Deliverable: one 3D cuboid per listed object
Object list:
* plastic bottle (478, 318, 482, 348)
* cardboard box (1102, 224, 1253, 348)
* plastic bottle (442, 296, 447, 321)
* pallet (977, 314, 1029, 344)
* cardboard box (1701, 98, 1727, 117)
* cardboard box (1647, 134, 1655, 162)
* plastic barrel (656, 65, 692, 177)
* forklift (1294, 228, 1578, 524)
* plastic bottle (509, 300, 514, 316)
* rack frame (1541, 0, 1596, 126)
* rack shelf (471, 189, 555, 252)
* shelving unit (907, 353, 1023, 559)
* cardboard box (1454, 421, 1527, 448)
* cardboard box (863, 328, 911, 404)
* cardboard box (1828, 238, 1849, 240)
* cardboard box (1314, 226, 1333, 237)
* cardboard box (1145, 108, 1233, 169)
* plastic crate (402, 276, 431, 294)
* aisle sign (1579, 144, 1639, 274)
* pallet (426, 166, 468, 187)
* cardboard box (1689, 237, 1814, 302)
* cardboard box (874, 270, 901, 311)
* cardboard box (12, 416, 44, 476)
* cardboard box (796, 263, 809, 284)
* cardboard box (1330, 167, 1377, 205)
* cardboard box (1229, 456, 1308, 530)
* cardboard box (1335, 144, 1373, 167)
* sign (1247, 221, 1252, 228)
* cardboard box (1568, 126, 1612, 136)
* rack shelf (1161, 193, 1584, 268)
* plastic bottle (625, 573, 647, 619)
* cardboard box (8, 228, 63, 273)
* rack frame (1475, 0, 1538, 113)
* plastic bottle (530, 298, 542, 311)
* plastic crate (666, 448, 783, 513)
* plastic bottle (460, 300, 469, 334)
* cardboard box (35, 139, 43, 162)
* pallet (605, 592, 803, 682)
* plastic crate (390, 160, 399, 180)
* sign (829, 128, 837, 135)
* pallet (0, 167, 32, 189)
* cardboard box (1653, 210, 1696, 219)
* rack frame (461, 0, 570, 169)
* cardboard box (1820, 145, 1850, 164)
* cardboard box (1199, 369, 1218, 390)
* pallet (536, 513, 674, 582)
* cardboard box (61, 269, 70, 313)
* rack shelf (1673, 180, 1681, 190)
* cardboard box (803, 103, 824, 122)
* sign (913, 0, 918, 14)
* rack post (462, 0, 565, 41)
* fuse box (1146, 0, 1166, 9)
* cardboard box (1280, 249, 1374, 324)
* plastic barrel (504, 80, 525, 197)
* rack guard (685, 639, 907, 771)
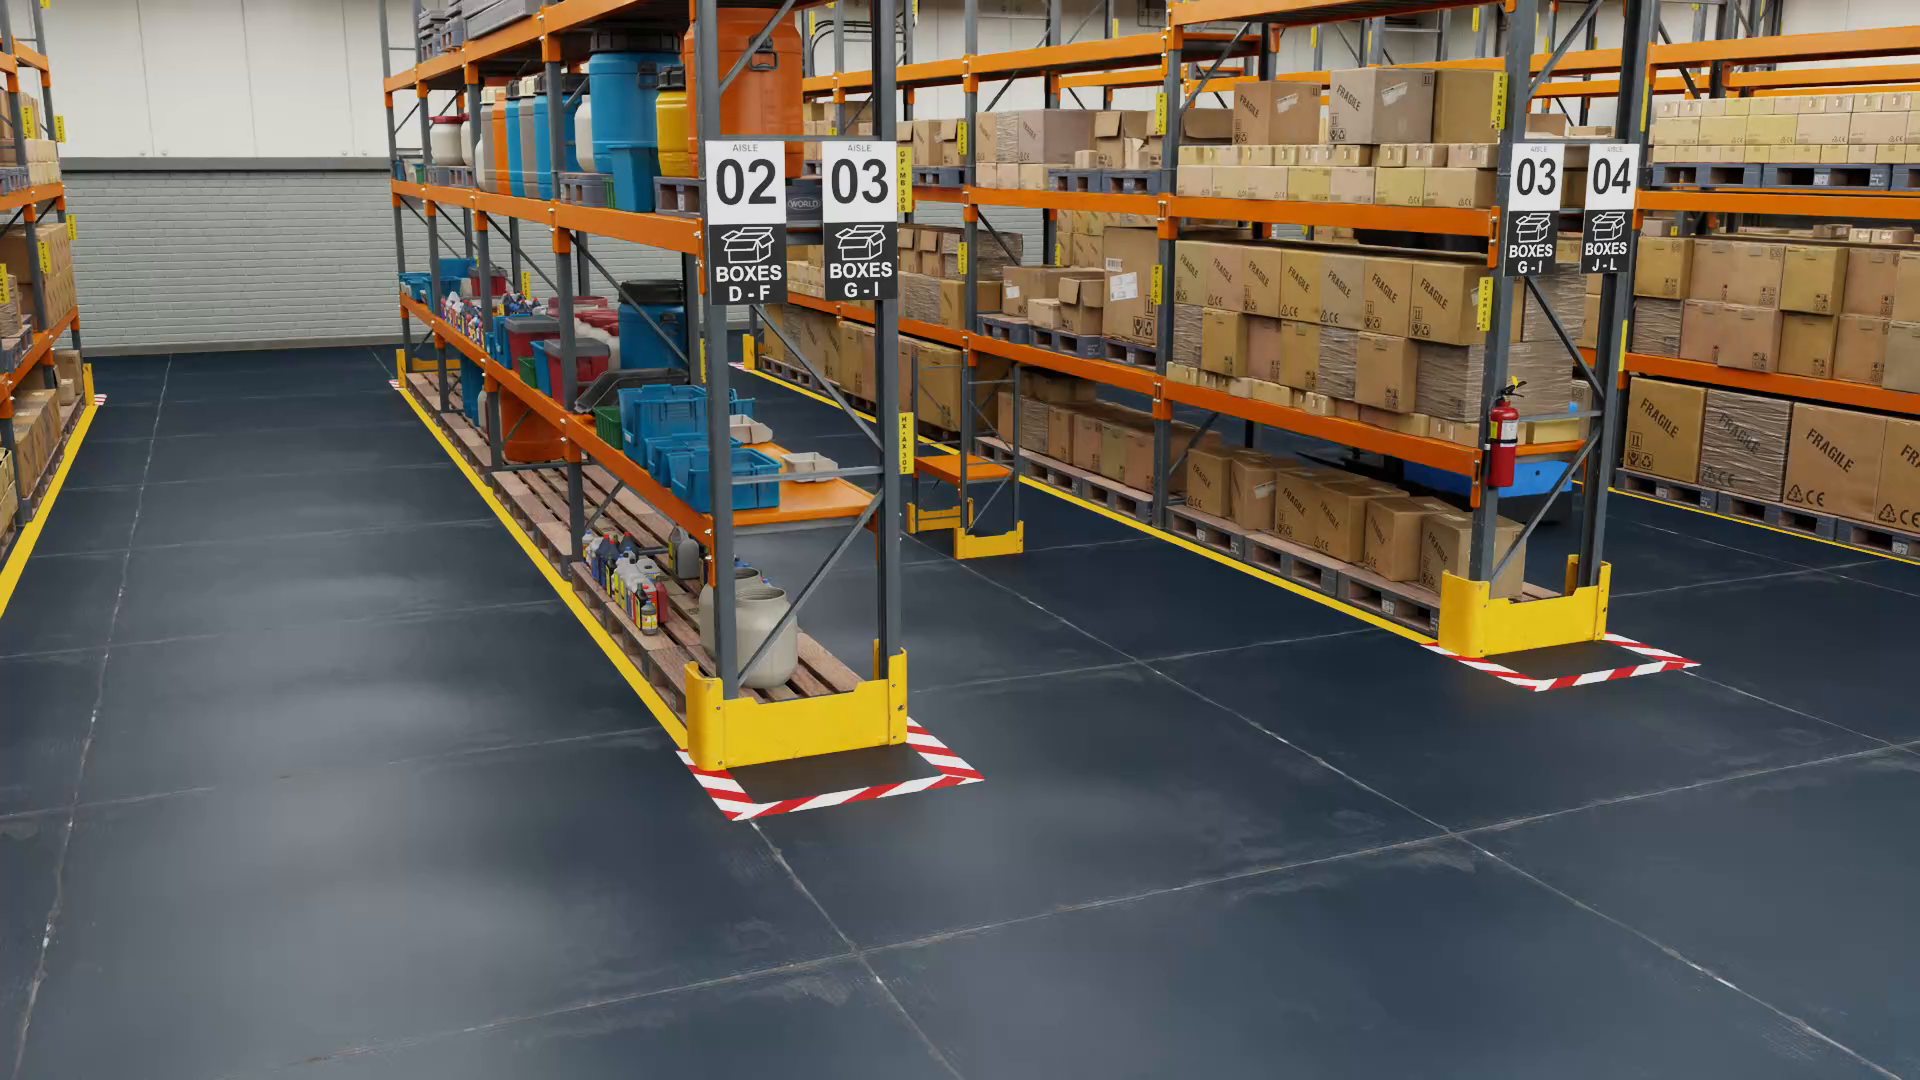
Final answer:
[{"bbox_3d":[-4.650,-2.017,16.193,0.061,0.283,0.133,-6,14,-23],"label":"plastic bottle"},{"bbox_3d":[1.946,-2.276,14.790,1.000,1.000,1.000,-6,14,-23],"label":"cardboard box"},{"bbox_3d":[-5.798,-2.609,18.750,0.061,0.283,0.133,-6,14,-23],"label":"plastic bottle"},{"bbox_3d":[0.917,-2.198,17.139,1.213,0.211,1.003,-6,14,-23],"label":"pallet"},{"bbox_3d":[6.760,-3.799,14.617,0.380,0.149,0.250,-6,14,-23],"label":"cardboard box"},{"bbox_3d":[6.708,-3.826,16.241,0.258,0.266,0.396,-6,14,-24],"label":"cardboard box"},{"bbox_3d":[-1.373,-2.310,9.199,0.600,0.588,0.600,0,13,0],"label":"plastic barrel"},{"bbox_3d":[4.258,-1.818,15.226,1.130,2.935,3.031,-5,14,-22],"label":"forklift"},{"bbox_3d":[-4.911,-2.498,18.297,0.097,0.271,0.097,0,13,0],"label":"plastic bottle"},{"bbox_3d":[10.956,-8.349,29.985,1.000,3.000,0.127,-6,14,-23],"label":"rack frame"},{"bbox_3d":[-3.204,-2.679,13.736,1.077,0.370,4.000,-6,14,-23],"label":"rack shelf"},{"bbox_3d":[0.031,-0.715,13.633,0.587,1.500,1.083,-6,14,-23],"label":"shelving unit"},{"bbox_3d":[3.435,-0.694,10.773,0.380,0.149,0.250,-6,14,-23],"label":"cardboard box"},{"bbox_3d":[-0.435,-2.110,20.114,1.225,0.875,0.875,-6,14,-25],"label":"cardboard box"},{"bbox_3d":[10.689,-3.331,19.795,0.500,0.500,0.500,-6,14,-25],"label":"cardboard box"},{"bbox_3d":[6.340,-5.388,28.057,0.500,0.500,0.500,-6,14,-24],"label":"cardboard box"},{"bbox_3d":[2.038,-3.425,14.202,0.797,0.503,0.637,-6,14,-26],"label":"cardboard box"},{"bbox_3d":[-7.148,-3.365,21.996,0.416,0.233,0.300,-6,14,-23],"label":"plastic crate"},{"bbox_3d":[4.038,-2.057,10.339,0.394,0.787,0.004,-6,14,-23],"label":"aisle sign"},{"bbox_3d":[-5.204,-4.024,18.371,1.213,0.211,1.003,-6,14,-23],"label":"pallet"},{"bbox_3d":[7.164,-2.446,15.060,0.875,0.550,0.550,-6,14,-23],"label":"cardboard box"},{"bbox_3d":[-0.711,-2.979,19.868,0.500,0.500,0.500,-6,14,-24],"label":"cardboard box"},{"bbox_3d":[-8.877,-0.863,15.514,0.500,0.500,0.500,-6,14,-24],"label":"cardboard box"},{"bbox_3d":[-1.900,-3.607,22.474,0.500,0.250,0.500,-5,14,-22],"label":"cardboard box"},{"bbox_3d":[2.912,-2.451,11.486,0.500,0.250,0.500,-5,14,-22],"label":"cardboard box"},{"bbox_3d":[2.496,-0.385,13.495,0.500,0.500,0.500,-1,13,-5],"label":"cardboard box"},{"bbox_3d":[2.826,-2.657,11.495,0.380,0.149,0.250,-6,15,-26],"label":"cardboard box"},{"bbox_3d":[4.023,-4.297,23.217,0.100,0.325,0.005,-6,14,-23],"label":"sign"},{"bbox_3d":[8.642,-5.377,22.643,0.500,0.500,0.500,-5,14,-22],"label":"cardboard box"},{"bbox_3d":[2.937,-2.300,12.099,1.077,0.370,4.000,-6,14,-23],"label":"rack shelf"},{"bbox_3d":[-2.069,0.361,10.723,0.152,0.276,0.135,-6,14,-25],"label":"plastic bottle"},{"bbox_3d":[-10.698,-3.339,19.206,0.500,0.500,0.500,-5,14,-21],"label":"cardboard box"},{"bbox_3d":[8.011,-7.073,24.474,1.000,3.000,0.127,-6,14,-23],"label":"rack frame"},{"bbox_3d":[-4.498,-2.396,17.679,0.144,0.351,0.185,-6,14,-23],"label":"plastic bottle"},{"bbox_3d":[-1.275,-0.333,8.984,0.499,0.251,0.616,-6,14,-23],"label":"plastic crate"},{"bbox_3d":[-5.169,-2.341,17.442,0.144,0.351,0.185,-6,14,-23],"label":"plastic bottle"},{"bbox_3d":[-10.506,-4.324,18.470,0.500,0.250,0.500,-6,14,-23],"label":"cardboard box"},{"bbox_3d":[-1.679,0.598,10.816,1.003,0.211,1.213,-6,14,-23],"label":"pallet"},{"bbox_3d":[-7.311,-4.927,22.144,0.497,0.269,0.590,-6,14,-23],"label":"plastic crate"},{"bbox_3d":[-1.577,-4.957,20.659,0.100,0.325,0.005,-6,14,-23],"label":"sign"},{"bbox_3d":[-9.950,-3.590,16.493,1.213,0.211,1.003,-6,14,-23],"label":"pallet"},{"bbox_3d":[12.205,-5.368,28.422,0.500,0.500,0.500,-6,14,-25],"label":"cardboard box"},{"bbox_3d":[-4.005,-4.904,15.102,1.000,3.000,0.127,-6,14,-23],"label":"rack frame"},{"bbox_3d":[7.269,-3.149,13.574,0.380,0.149,0.250,-5,14,-22],"label":"cardboard box"},{"bbox_3d":[2.160,-1.306,13.420,0.380,0.149,0.250,-6,14,-23],"label":"cardboard box"},{"bbox_3d":[-2.753,0.045,13.209,1.003,0.211,1.213,-6,14,-23],"label":"pallet"},{"bbox_3d":[-10.915,-2.958,19.776,0.500,0.500,0.500,-6,14,-23],"label":"cardboard box"},{"bbox_3d":[8.812,-4.848,23.108,1.077,0.370,4.000,-6,14,-23],"label":"rack shelf"},{"bbox_3d":[-1.871,-5.792,22.553,0.500,0.250,0.500,-6,14,-25],"label":"cardboard box"},{"bbox_3d":[-0.576,-6.723,20.714,0.100,0.325,0.005,-6,14,-23],"label":"sign"},{"bbox_3d":[-3.270,-4.574,13.234,1.013,1.000,3.121,-6,14,-23],"label":"rack post"},{"bbox_3d":[3.908,-10.593,32.585,0.513,0.334,0.176,-6,14,-23],"label":"fuse box"},{"bbox_3d":[2.695,-1.858,12.148,0.500,0.500,0.500,-6,14,-23],"label":"cardboard box"},{"bbox_3d":[-3.329,-3.216,13.350,0.600,0.901,0.708,-6,14,-23],"label":"plastic barrel"},{"bbox_3d":[-0.874,0.878,8.969,1.175,0.500,0.348,-6,14,-23],"label":"rack guard"}]
